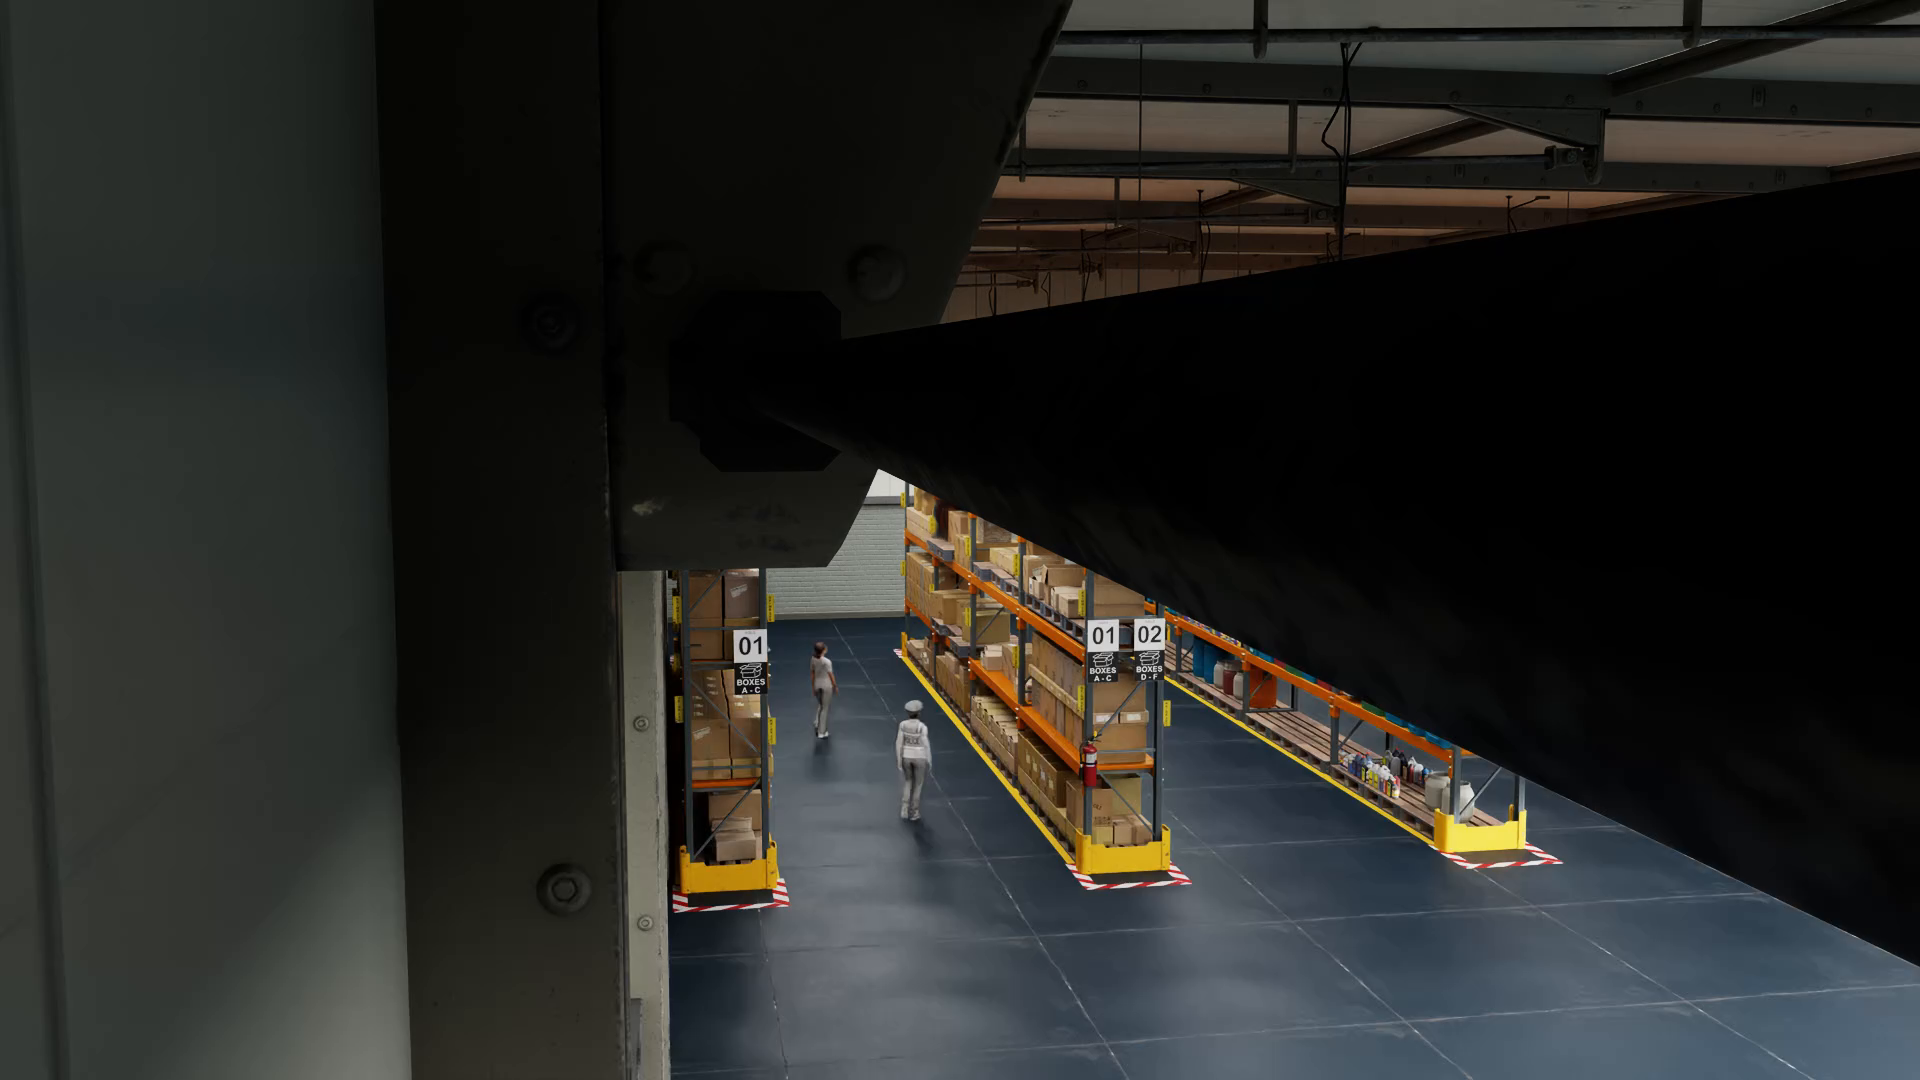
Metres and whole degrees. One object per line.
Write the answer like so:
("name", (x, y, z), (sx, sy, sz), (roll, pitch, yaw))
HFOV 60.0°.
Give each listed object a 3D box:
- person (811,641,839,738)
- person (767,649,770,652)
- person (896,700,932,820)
("person", (-2.314, 2.568, 28.439), (0.462, 1.632, 0.455), (3, 7, 30))
("person", (-4.552, 1.708, 37.115), (0.414, 1.529, 0.853), (-4, 7, -36))
("person", (-0.627, 3.072, 23.247), (0.499, 1.695, 0.407), (3, 6, 23))
